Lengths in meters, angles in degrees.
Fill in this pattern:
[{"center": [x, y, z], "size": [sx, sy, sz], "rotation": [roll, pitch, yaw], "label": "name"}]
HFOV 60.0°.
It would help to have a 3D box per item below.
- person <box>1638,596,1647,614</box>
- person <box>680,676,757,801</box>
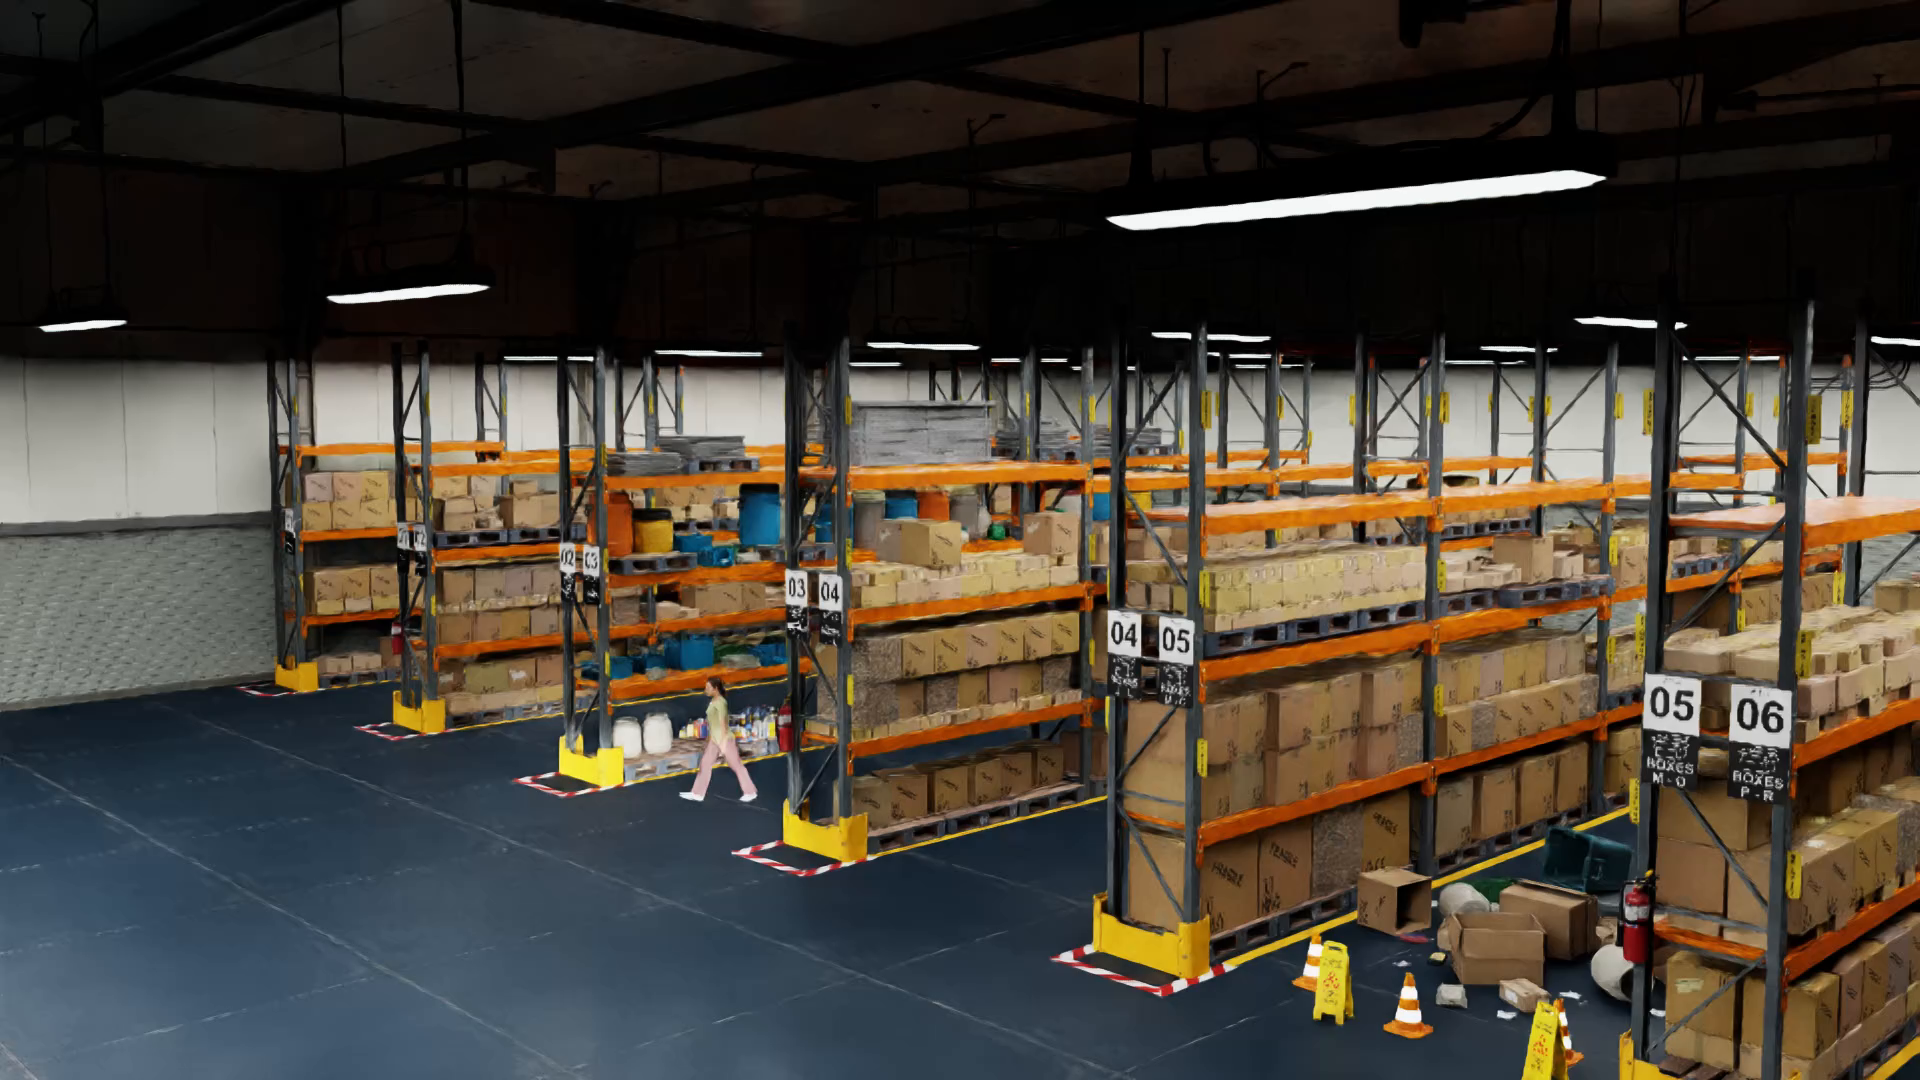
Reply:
[{"center": [12.858, 1.670, 31.040], "size": [1.019, 1.612, 0.455], "rotation": [-5, 7, -45], "label": "person"}, {"center": [-3.058, 2.530, 21.113], "size": [0.949, 1.621, 0.482], "rotation": [-2, 5, -20], "label": "person"}]
